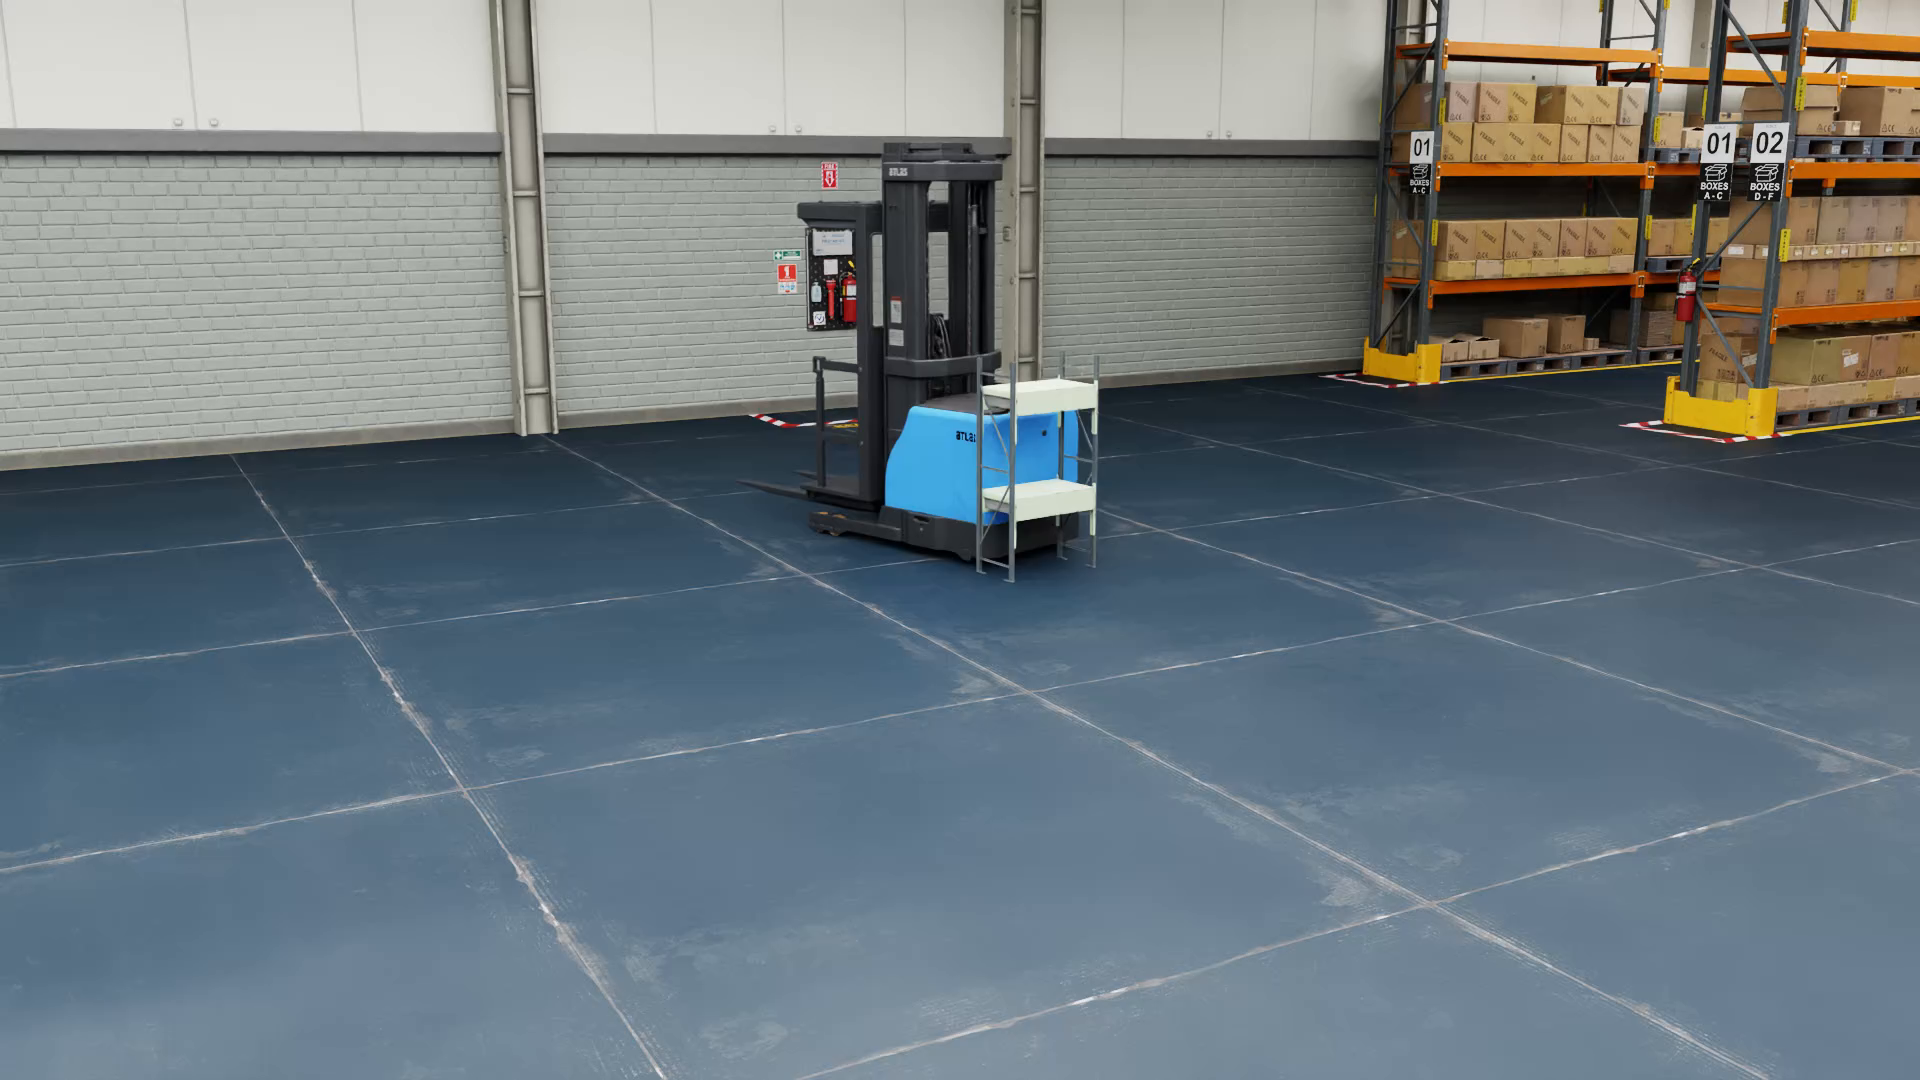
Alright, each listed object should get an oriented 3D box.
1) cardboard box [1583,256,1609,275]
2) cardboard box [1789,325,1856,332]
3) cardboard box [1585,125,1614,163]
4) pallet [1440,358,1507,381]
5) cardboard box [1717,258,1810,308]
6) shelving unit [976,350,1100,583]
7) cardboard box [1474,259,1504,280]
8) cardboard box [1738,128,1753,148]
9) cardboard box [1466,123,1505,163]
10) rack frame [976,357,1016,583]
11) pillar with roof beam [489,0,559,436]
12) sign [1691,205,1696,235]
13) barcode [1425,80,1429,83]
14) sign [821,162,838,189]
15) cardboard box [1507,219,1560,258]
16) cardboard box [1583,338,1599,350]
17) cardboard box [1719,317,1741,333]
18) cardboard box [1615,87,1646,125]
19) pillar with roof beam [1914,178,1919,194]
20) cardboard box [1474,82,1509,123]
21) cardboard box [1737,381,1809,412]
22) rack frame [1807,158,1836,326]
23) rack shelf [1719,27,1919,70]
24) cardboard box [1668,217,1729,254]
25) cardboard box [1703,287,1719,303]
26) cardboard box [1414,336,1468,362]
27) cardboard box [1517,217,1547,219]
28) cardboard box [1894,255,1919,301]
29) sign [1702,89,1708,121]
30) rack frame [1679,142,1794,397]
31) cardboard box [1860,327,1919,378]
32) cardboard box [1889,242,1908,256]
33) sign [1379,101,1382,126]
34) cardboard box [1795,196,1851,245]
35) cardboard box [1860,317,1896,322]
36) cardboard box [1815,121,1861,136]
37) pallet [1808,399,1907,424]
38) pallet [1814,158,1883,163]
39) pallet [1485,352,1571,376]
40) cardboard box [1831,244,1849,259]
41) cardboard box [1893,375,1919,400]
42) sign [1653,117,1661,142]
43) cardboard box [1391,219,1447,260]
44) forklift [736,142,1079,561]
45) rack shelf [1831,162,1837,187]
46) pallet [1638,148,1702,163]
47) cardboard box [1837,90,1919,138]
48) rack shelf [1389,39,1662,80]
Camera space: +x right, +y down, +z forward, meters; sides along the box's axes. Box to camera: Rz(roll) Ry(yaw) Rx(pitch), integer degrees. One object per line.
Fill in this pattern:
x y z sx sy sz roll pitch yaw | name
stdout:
8.628 -3.826 23.075 0.500 0.250 0.500 -7 14 -28 | cardboard box
9.844 -2.177 19.049 0.500 0.500 0.500 -7 14 -28 | cardboard box
8.565 -5.419 22.752 0.500 0.500 0.500 -8 15 -33 | cardboard box
6.625 -2.354 22.589 1.213 0.211 1.003 -7 14 -28 | pallet
8.621 -2.769 17.854 0.500 0.500 0.700 -7 14 -28 | cardboard box
0.536 -0.522 11.512 0.755 1.500 0.431 -9 16 -36 | shelving unit
6.858 -3.612 22.123 0.500 0.250 0.500 -7 15 -30 | cardboard box
11.668 -5.875 24.768 0.637 0.503 0.797 -5 14 -20 | cardboard box
6.730 -5.186 21.718 0.500 0.500 0.500 -6 14 -24 | cardboard box
0.242 -0.474 11.299 0.023 1.500 0.400 -9 16 -36 | rack frame
-2.442 -4.703 13.011 0.400 9.000 9.100 -7 14 -28 | pillar with roof beam
7.958 -3.460 17.975 0.005 0.325 0.100 -7 14 -28 | sign
6.212 -6.092 22.142 0.075 0.075 0.001 -7 14 -28 | barcode
-1.480 -4.134 18.865 0.199 0.298 0.001 -7 14 -28 | sign
7.734 -4.082 22.506 0.500 0.500 0.500 -6 14 -26 | cardboard box
8.884 -2.819 23.754 0.250 0.166 0.380 -9 16 -35 | cardboard box
11.313 -3.289 25.085 0.500 0.500 0.700 -7 14 -28 | cardboard box
9.030 -5.953 22.849 0.500 0.500 0.500 -8 15 -33 | cardboard box
18.624 -7.228 24.230 0.400 9.000 9.100 -7 14 -28 | pillar with roof beam
6.748 -5.674 21.609 0.500 0.500 0.500 -7 14 -29 | cardboard box
8.783 -1.551 17.973 0.500 0.250 0.500 -7 14 -28 | cardboard box
12.851 -4.470 25.637 0.127 3.000 1.000 -7 14 -28 | rack frame
9.961 -5.265 18.057 4.000 0.370 1.077 -7 14 -28 | rack shelf
10.860 -4.492 24.507 0.500 0.500 0.700 -5 14 -20 | cardboard box
11.264 -3.642 24.942 0.500 0.250 0.500 -7 14 -28 | cardboard box
6.479 -2.586 22.391 0.500 0.311 0.500 -9 15 -34 | cardboard box
7.931 -4.237 23.192 0.500 0.500 0.500 -6 14 -26 | cardboard box
10.428 -2.987 18.820 0.500 0.500 0.700 -7 14 -27 | cardboard box
7.958 -4.636 17.711 0.005 0.325 0.100 -7 14 -28 | sign
8.205 -2.674 17.657 0.127 3.000 1.000 -7 14 -28 | rack frame
10.533 -2.129 18.836 0.500 0.500 0.500 -7 14 -28 | cardboard box
10.233 -3.228 18.416 0.250 0.149 0.380 -6 14 -26 | cardboard box
5.580 -5.632 21.956 0.005 0.325 0.100 -7 14 -28 | sign
9.127 -3.464 17.987 0.500 0.500 0.700 -7 15 -29 | cardboard box
14.331 -3.769 26.463 0.750 0.750 0.750 -7 14 -28 | cardboard box
9.323 -4.377 17.693 0.250 0.149 0.380 -7 14 -28 | cardboard box
9.926 -1.529 18.923 1.213 0.211 1.003 -7 14 -28 | pallet
13.390 -5.919 25.675 1.003 0.211 1.213 -6 14 -25 | pallet
7.695 -2.482 23.155 1.213 0.211 1.003 -7 14 -28 | pallet
9.326 -3.119 17.932 0.250 0.149 0.380 -7 14 -29 | cardboard box
10.539 -1.761 18.908 0.500 0.250 0.500 -7 14 -28 | cardboard box
9.606 -5.661 22.920 0.005 0.325 0.100 -7 14 -28 | sign
6.141 -4.021 22.232 0.500 0.500 0.500 -7 14 -28 | cardboard box
-0.533 -1.531 12.737 3.031 2.935 1.130 12 17 42 | forklift
14.606 -5.792 26.322 4.000 0.370 1.077 -7 14 -28 | rack shelf
9.932 -5.465 23.656 1.003 0.211 1.213 -7 14 -28 | pallet
10.210 -4.732 18.463 0.637 0.503 0.797 -5 14 -22 | cardboard box
7.584 -6.413 22.253 4.000 0.370 1.077 -7 14 -28 | rack shelf
